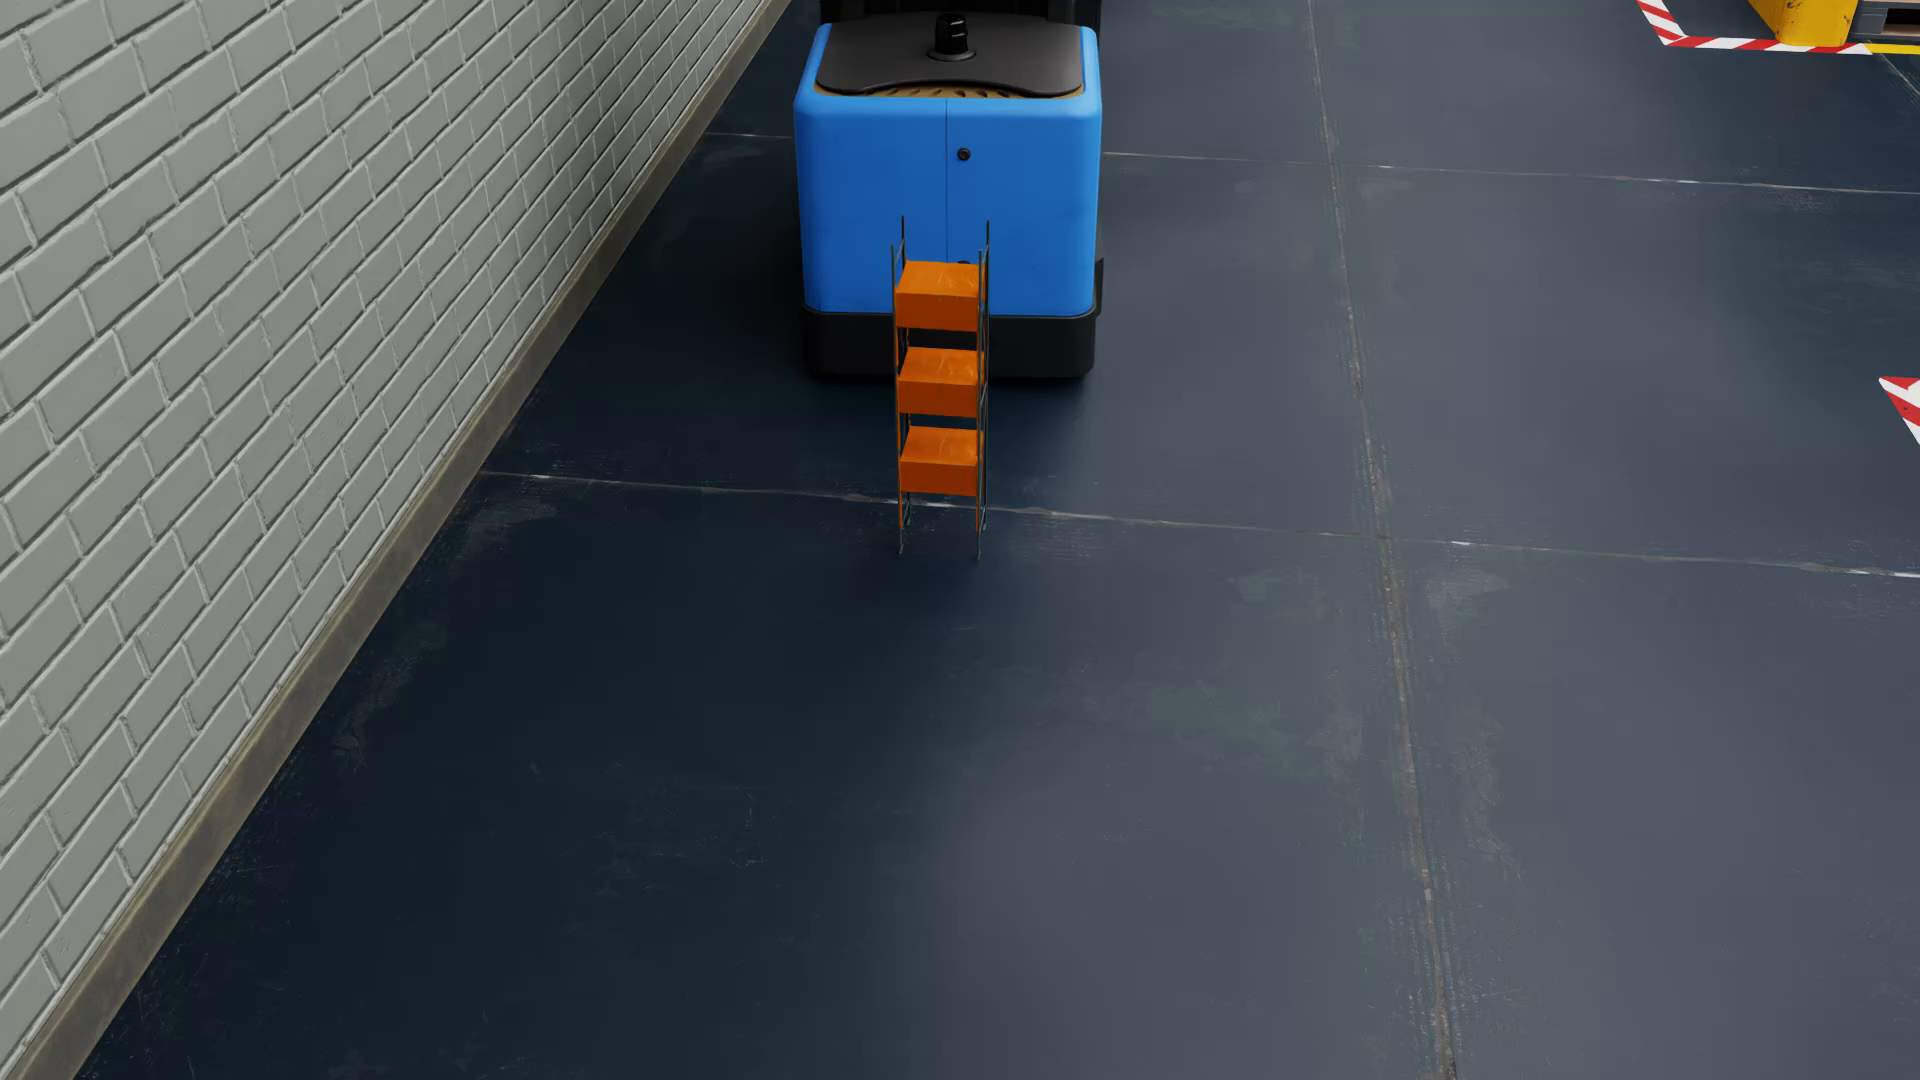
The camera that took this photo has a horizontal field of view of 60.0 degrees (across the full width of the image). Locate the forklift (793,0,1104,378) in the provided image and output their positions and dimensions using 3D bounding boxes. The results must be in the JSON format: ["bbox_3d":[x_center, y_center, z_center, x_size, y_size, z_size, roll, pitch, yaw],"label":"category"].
[{"bbox_3d":[0.013,-2.600,6.370,1.130,2.935,3.031,1,36,2],"label":"forklift"}]

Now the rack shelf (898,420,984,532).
[{"bbox_3d":[-0.053,-0.196,5.118,0.240,0.259,0.215,4,36,6],"label":"rack shelf"}]

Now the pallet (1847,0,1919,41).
[{"bbox_3d":[5.518,-3.072,9.373,1.213,0.211,1.003,4,36,6],"label":"pallet"}]

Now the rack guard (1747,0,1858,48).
[{"bbox_3d":[4.691,-3.206,9.312,0.348,0.500,1.175,4,36,6],"label":"rack guard"}]

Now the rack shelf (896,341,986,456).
[{"bbox_3d":[-0.053,-0.423,4.957,0.240,0.259,0.215,4,36,6],"label":"rack shelf"}]

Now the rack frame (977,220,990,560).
[{"bbox_3d":[0.068,-0.422,4.938,0.008,1.050,0.200,4,36,6],"label":"rack frame"}]

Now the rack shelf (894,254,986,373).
[{"bbox_3d":[-0.053,-0.654,4.792,0.240,0.259,0.215,4,36,6],"label":"rack shelf"}]

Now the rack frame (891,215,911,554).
[{"bbox_3d":[-0.174,-0.440,4.963,0.008,1.050,0.200,4,36,6],"label":"rack frame"}]

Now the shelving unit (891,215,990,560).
[{"bbox_3d":[-0.053,-0.431,4.951,0.252,1.050,0.215,4,36,6],"label":"shelving unit"}]
